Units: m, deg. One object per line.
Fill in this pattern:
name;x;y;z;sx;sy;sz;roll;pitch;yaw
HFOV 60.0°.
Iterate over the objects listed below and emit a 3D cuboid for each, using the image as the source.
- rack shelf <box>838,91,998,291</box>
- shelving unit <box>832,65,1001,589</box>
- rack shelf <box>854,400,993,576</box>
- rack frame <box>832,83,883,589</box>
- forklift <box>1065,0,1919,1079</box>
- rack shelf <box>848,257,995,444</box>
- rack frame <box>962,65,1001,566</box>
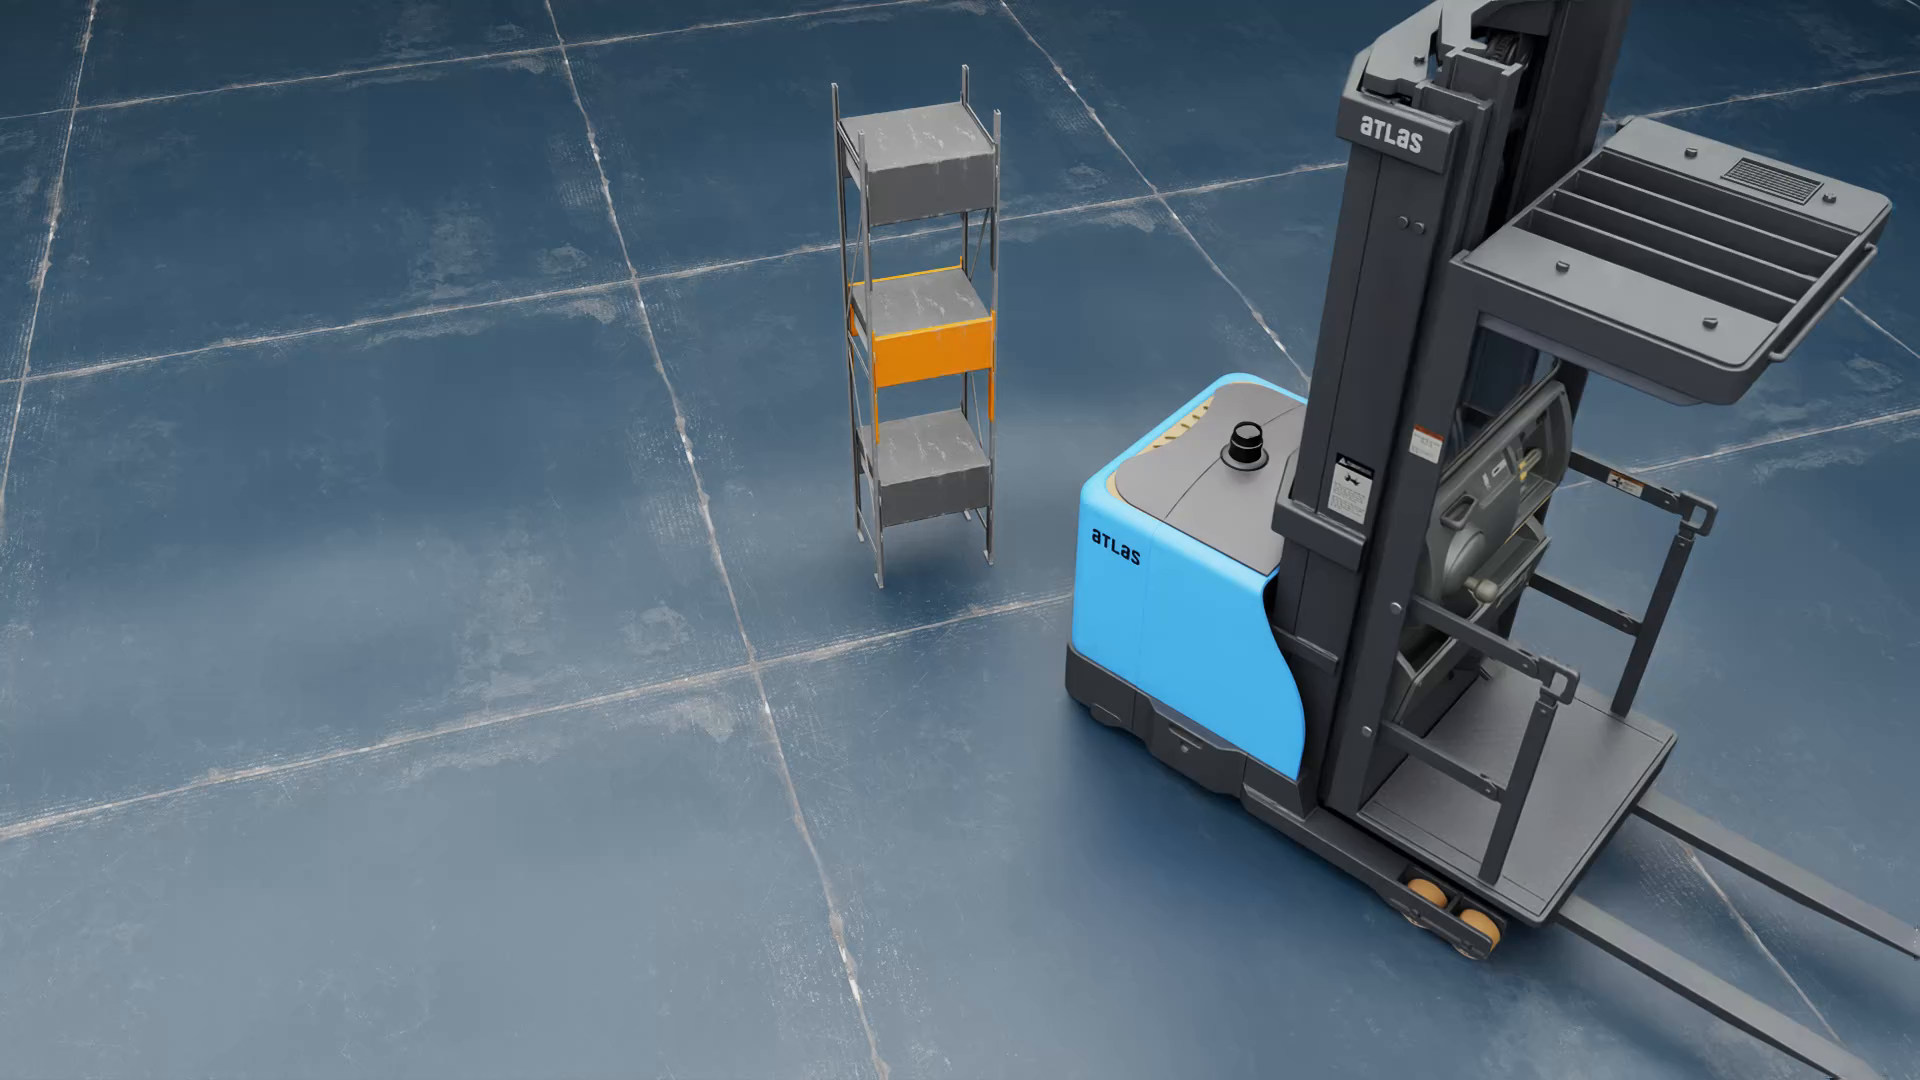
rack shelf;-0.158;-1.275;6.070;0.480;0.518;0.431;-12;42;-13
shelving unit;-0.158;-0.758;6.522;0.503;2.100;0.431;-12;42;-13
rack shelf;-0.158;-0.221;6.991;0.480;0.518;0.431;-12;42;-13
rack frame;-0.391;-0.710;6.467;0.015;2.100;0.400;-12;42;-13
forklift;1.851;-0.084;5.118;3.031;2.935;1.130;30;49;30
rack shelf;-0.158;-0.748;6.531;0.480;0.518;0.431;-12;42;-13
rack frame;0.075;-0.806;6.577;0.015;2.100;0.400;-12;42;-13
